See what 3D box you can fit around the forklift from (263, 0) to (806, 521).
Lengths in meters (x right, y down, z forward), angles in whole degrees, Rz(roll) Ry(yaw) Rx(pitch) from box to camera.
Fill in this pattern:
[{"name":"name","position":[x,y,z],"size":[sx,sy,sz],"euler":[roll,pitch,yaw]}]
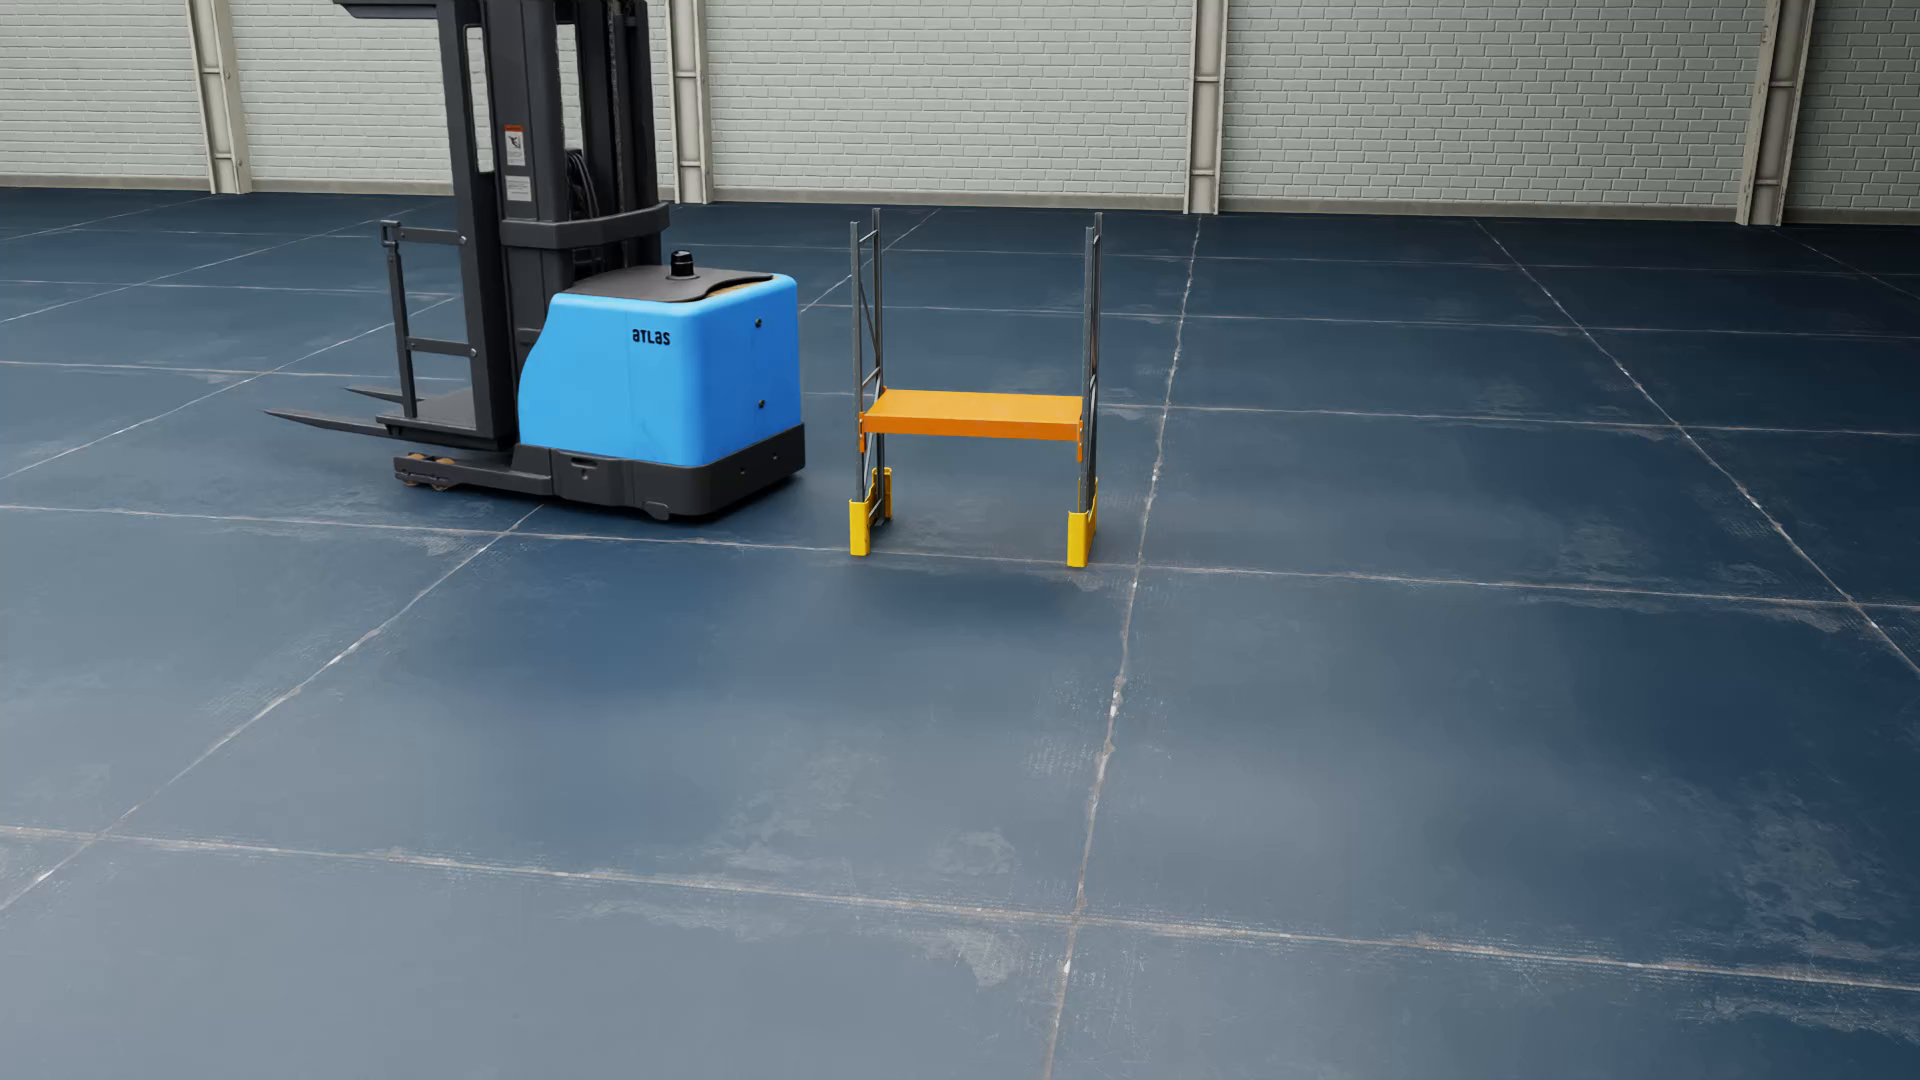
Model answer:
[{"name":"forklift","position":[-2.368,-1.783,8.513],"size":[3.031,2.935,1.130],"euler":[9,20,24]}]

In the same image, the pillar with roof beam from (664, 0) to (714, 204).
[{"name":"pillar with roof beam","position":[-3.854,-6.963,14.432],"size":[0.400,9.000,9.100],"euler":[3,19,9]}]

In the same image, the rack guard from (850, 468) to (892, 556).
[{"name":"rack guard","position":[-0.416,-0.140,7.827],"size":[0.087,0.250,0.587],"euler":[3,19,9]}]

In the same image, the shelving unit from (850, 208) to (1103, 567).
[{"name":"shelving unit","position":[0.075,-0.707,7.554],"size":[1.083,1.500,0.587],"euler":[3,19,9]}]

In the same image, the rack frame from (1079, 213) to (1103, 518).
[{"name":"rack frame","position":[0.586,-0.681,7.476],"size":[0.032,1.500,0.500],"euler":[3,19,9]}]

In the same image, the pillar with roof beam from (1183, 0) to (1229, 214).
[{"name":"pillar with roof beam","position":[2.070,-6.661,13.529],"size":[0.400,9.000,9.100],"euler":[3,19,9]}]

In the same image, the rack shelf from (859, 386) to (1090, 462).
[{"name":"rack shelf","position":[0.084,-0.536,7.609],"size":[1.000,0.185,0.538],"euler":[3,19,9]}]

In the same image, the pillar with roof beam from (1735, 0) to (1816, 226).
[{"name":"pillar with roof beam","position":[7.994,-6.359,12.627],"size":[0.400,9.000,9.100],"euler":[3,19,9]}]

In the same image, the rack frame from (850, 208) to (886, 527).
[{"name":"rack frame","position":[-0.418,-0.733,7.629],"size":[0.032,1.500,0.500],"euler":[3,19,9]}]

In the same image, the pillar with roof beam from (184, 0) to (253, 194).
[{"name":"pillar with roof beam","position":[-9.778,-7.265,15.334],"size":[0.400,9.000,9.100],"euler":[3,19,9]}]

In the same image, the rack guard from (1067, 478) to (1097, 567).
[{"name":"rack guard","position":[0.567,-0.090,7.677],"size":[0.087,0.250,0.587],"euler":[3,19,9]}]
